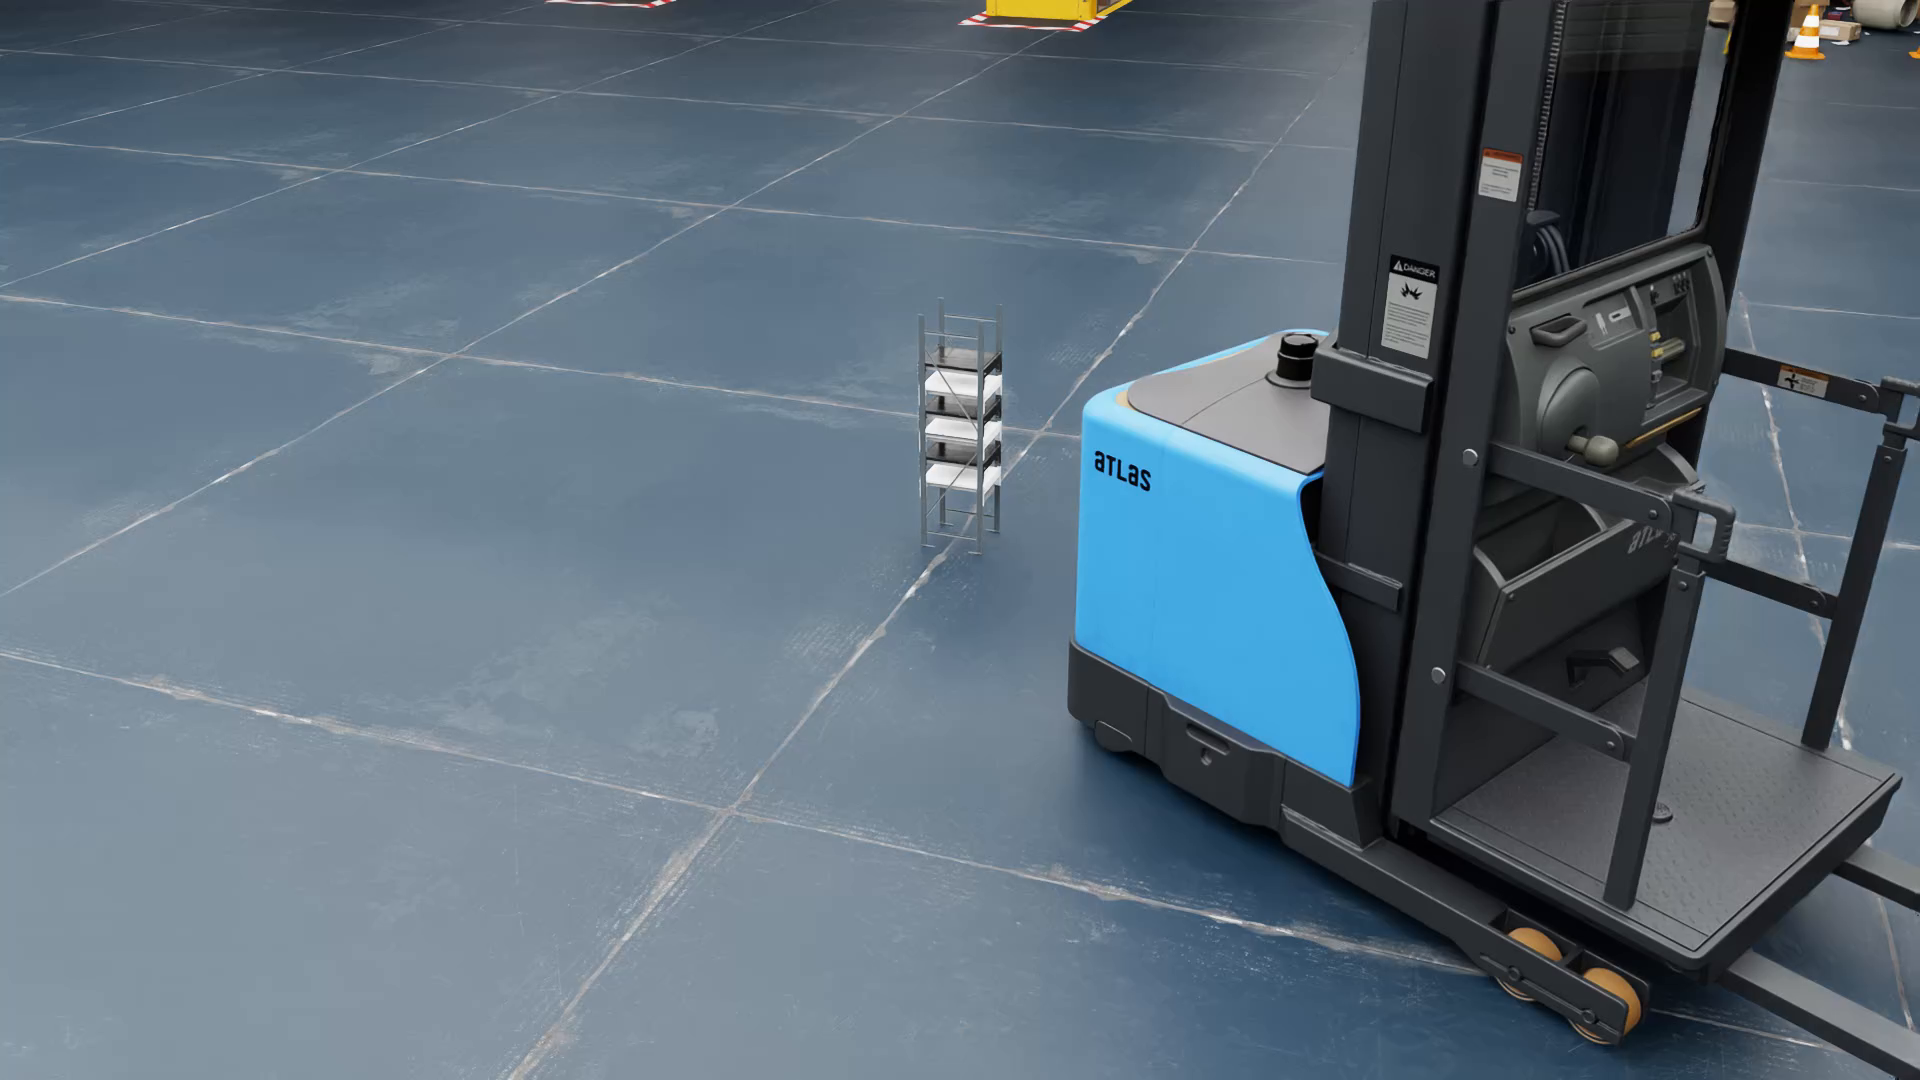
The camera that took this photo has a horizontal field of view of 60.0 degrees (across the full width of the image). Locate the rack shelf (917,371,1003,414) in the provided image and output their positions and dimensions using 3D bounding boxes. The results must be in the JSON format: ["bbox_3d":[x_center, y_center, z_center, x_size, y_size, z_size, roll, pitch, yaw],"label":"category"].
[{"bbox_3d":[0.003,-0.540,5.997,0.258,0.077,0.200,9,27,17],"label":"rack shelf"}]

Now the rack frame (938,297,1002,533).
[{"bbox_3d":[0.037,-0.450,6.147,0.240,0.900,0.006,9,27,17],"label":"rack frame"}]

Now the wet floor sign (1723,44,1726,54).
[{"bbox_3d":[7.350,-4.846,15.518,0.267,0.644,0.232,4,26,8],"label":"wet floor sign"}]

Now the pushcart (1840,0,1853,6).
[{"bbox_3d":[9.358,-6.302,18.832,1.648,0.377,0.936,0,26,-1],"label":"pushcart"}]

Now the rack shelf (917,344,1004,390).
[{"bbox_3d":[0.003,-0.621,5.958,0.258,0.077,0.200,9,27,17],"label":"rack shelf"}]

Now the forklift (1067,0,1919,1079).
[{"bbox_3d":[1.674,-0.407,3.727,1.130,2.935,3.031,-21,33,-36],"label":"forklift"}]

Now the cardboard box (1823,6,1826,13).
[{"bbox_3d":[9.230,-5.918,18.168,0.258,0.266,0.396,-9,27,-18],"label":"cardboard box"}]

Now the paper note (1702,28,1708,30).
[{"bbox_3d":[7.601,-5.248,17.057,0.144,0.017,0.142,20,32,35],"label":"paper note"}]

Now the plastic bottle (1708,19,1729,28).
[{"bbox_3d":[7.858,-5.366,17.262,0.133,0.061,0.283,0,26,-1],"label":"plastic bottle"}]

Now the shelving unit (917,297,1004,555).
[{"bbox_3d":[0.003,-0.408,6.061,0.258,0.900,0.210,9,27,17],"label":"shelving unit"}]

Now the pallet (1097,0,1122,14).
[{"bbox_3d":[1.178,-6.070,18.545,1.003,0.211,1.213,9,27,17],"label":"pallet"}]

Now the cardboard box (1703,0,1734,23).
[{"bbox_3d":[7.988,-5.644,17.603,0.396,0.266,0.258,14,29,26],"label":"cardboard box"}]

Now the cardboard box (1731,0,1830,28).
[{"bbox_3d":[8.391,-5.494,17.019,0.797,0.503,0.637,-9,27,-18],"label":"cardboard box"}]

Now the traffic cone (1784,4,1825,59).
[{"bbox_3d":[7.961,-4.771,15.574,0.336,0.463,0.334,9,27,17],"label":"traffic cone"}]

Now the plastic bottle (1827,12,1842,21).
[{"bbox_3d":[9.327,-5.591,17.727,0.133,0.061,0.283,14,29,26],"label":"plastic bottle"}]

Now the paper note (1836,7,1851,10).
[{"bbox_3d":[9.740,-5.865,18.329,0.148,0.019,0.142,9,27,17],"label":"paper note"}]

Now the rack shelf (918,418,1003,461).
[{"bbox_3d":[0.003,-0.378,6.075,0.258,0.077,0.200,9,27,17],"label":"rack shelf"}]

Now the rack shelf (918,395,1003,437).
[{"bbox_3d":[0.003,-0.459,6.036,0.258,0.077,0.200,9,27,17],"label":"rack shelf"}]

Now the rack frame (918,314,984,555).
[{"bbox_3d":[-0.031,-0.367,5.974,0.240,0.900,0.006,9,27,17],"label":"rack frame"}]

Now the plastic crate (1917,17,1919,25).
[{"bbox_3d":[10.229,-5.332,17.170,0.402,0.080,0.583,0,26,-1],"label":"plastic crate"}]

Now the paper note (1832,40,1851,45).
[{"bbox_3d":[8.631,-4.869,16.271,0.148,0.019,0.142,0,26,-1],"label":"paper note"}]

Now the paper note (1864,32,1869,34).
[{"bbox_3d":[9.175,-5.125,16.823,0.032,0.001,0.123,9,27,17],"label":"paper note"}]

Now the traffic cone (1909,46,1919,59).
[{"bbox_3d":[9.121,-4.750,15.530,0.336,0.463,0.334,9,27,17],"label":"traffic cone"}]

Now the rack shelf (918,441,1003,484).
[{"bbox_3d":[0.003,-0.297,6.115,0.258,0.077,0.200,9,27,17],"label":"rack shelf"}]

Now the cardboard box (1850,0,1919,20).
[{"bbox_3d":[9.885,-5.805,17.663,0.500,0.500,0.500,-14,29,-27],"label":"cardboard box"}]

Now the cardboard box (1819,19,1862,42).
[{"bbox_3d":[8.725,-5.076,16.564,0.250,0.149,0.380,-20,33,-36],"label":"cardboard box"}]

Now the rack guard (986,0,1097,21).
[{"bbox_3d":[0.874,-5.871,17.803,1.175,0.500,0.348,9,27,17],"label":"rack guard"}]

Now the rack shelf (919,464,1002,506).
[{"bbox_3d":[0.003,-0.216,6.154,0.258,0.077,0.200,9,27,17],"label":"rack shelf"}]

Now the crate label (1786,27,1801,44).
[{"bbox_3d":[8.164,-4.957,16.330,0.250,0.136,0.298,-5,26,-9],"label":"crate label"}]

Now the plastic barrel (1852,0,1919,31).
[{"bbox_3d":[9.454,-5.437,16.994,0.421,0.421,0.512,-14,29,-27],"label":"plastic barrel"}]
